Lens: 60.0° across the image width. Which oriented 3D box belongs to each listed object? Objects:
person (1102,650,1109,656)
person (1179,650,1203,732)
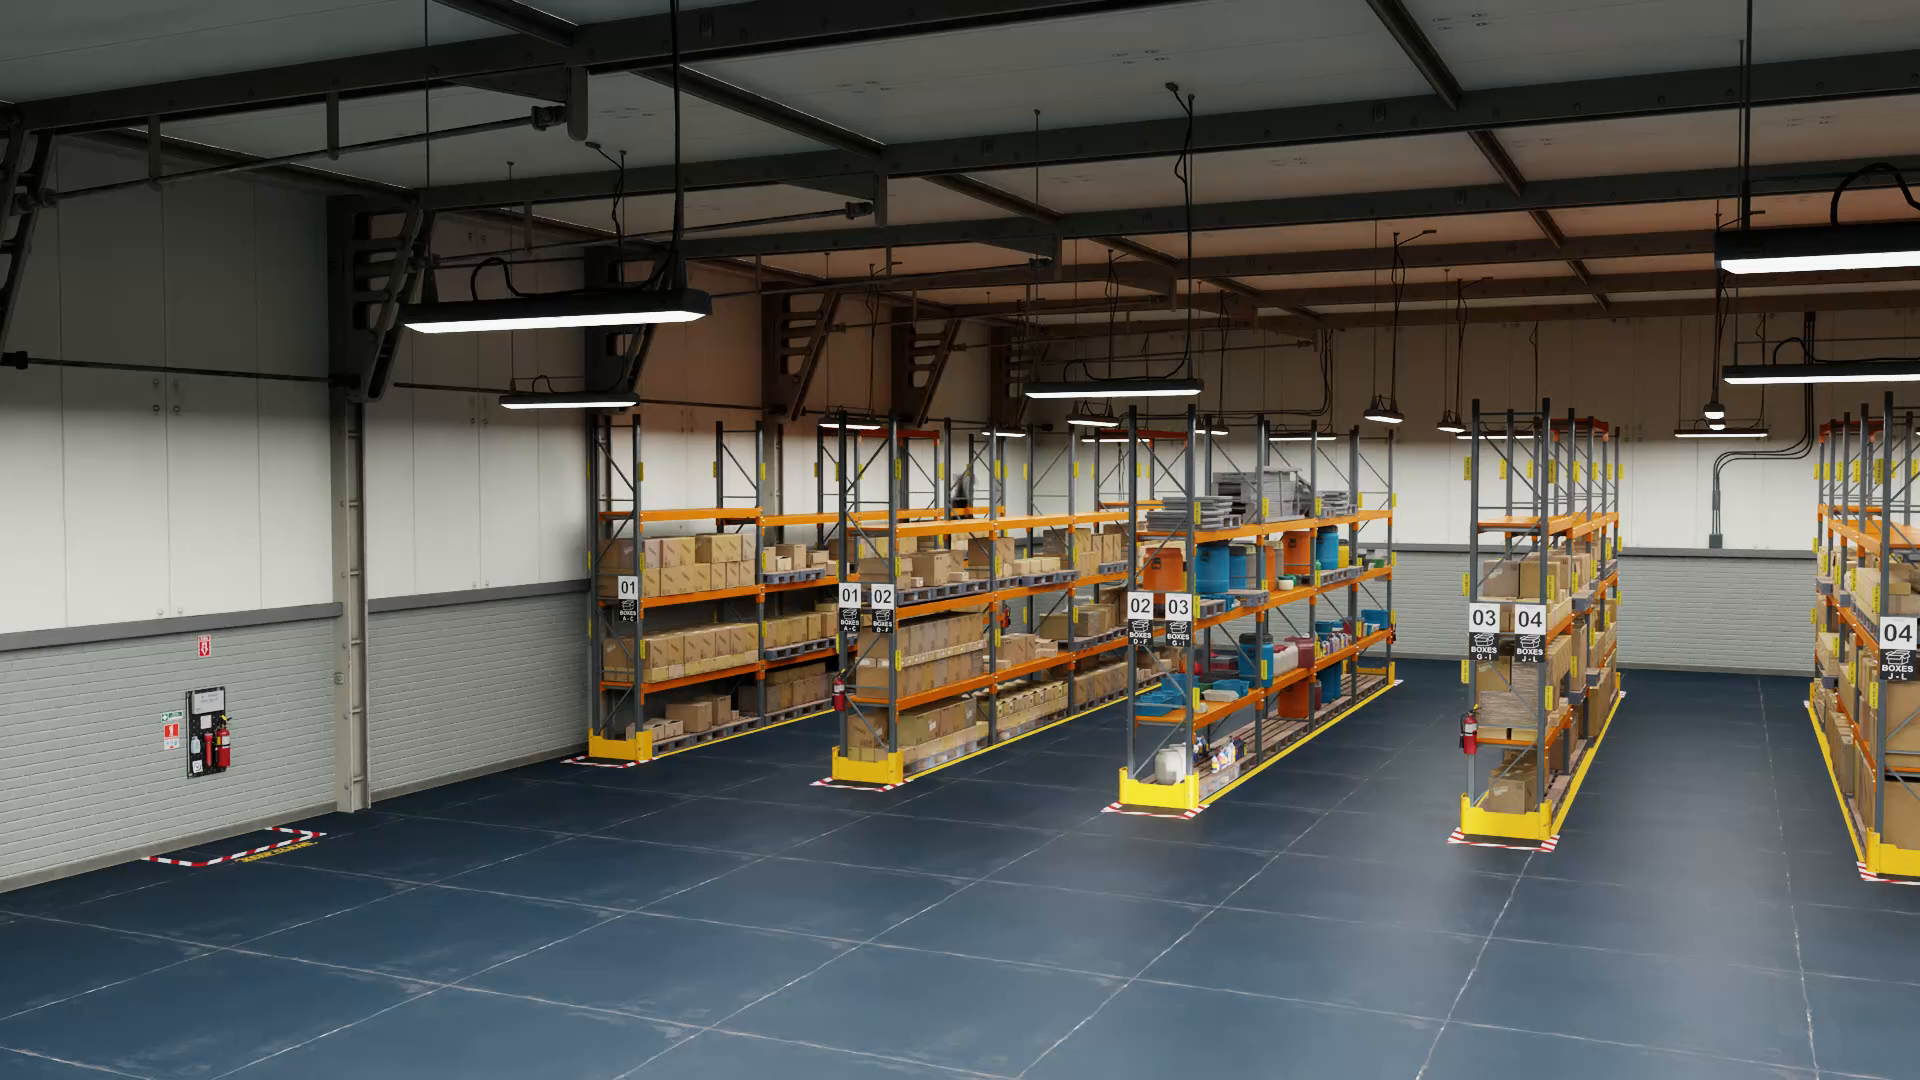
[{"bbox_3d":[3.999,2.367,44.198,0.720,1.684,0.529,-1,3,-23],"label":"person"},{"bbox_3d":[4.525,2.887,32.153,0.675,1.568,1.092,2,3,39],"label":"person"}]
